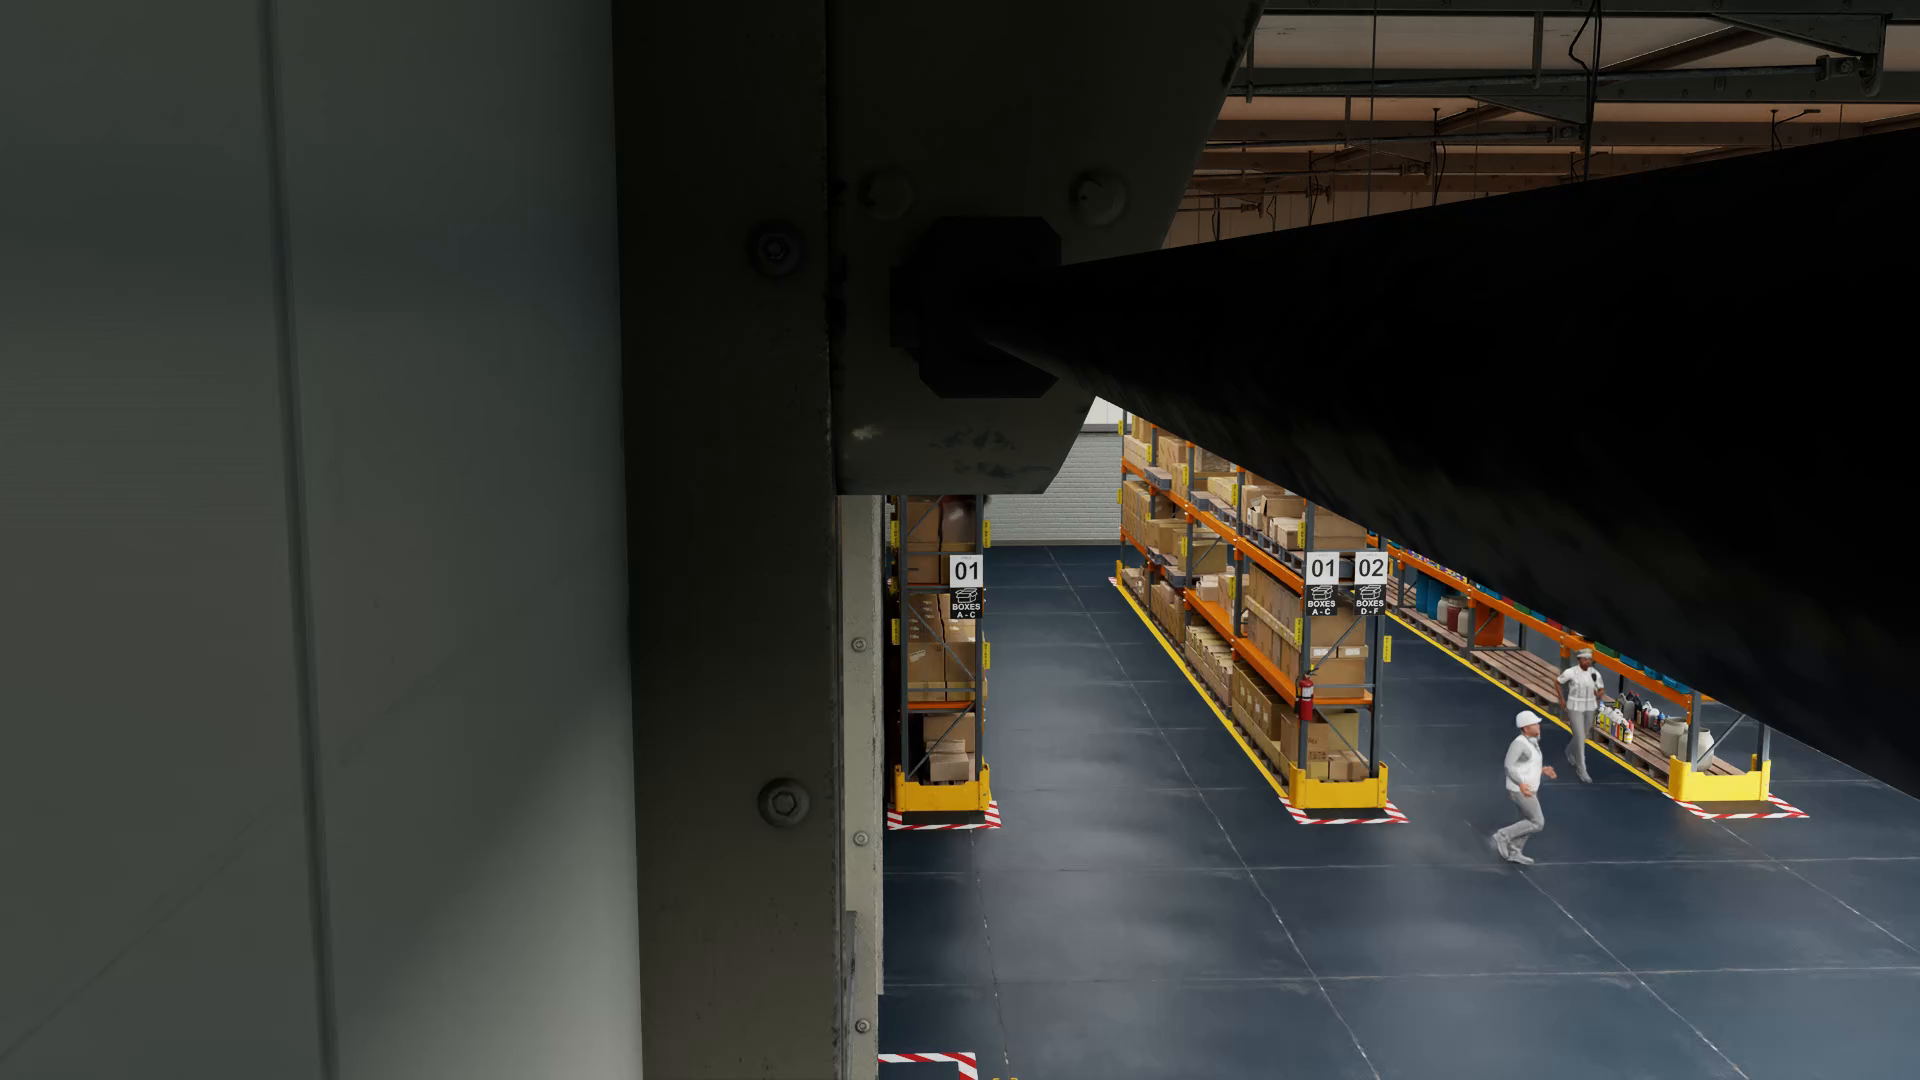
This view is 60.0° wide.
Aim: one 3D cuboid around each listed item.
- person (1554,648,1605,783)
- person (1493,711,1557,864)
[{"bbox_3d":[8.195,2.252,21.948,0.566,1.711,0.908,-1,8,-7],"label":"person"},{"bbox_3d":[6.319,2.757,18.559,0.610,1.744,0.652,4,9,26],"label":"person"}]
